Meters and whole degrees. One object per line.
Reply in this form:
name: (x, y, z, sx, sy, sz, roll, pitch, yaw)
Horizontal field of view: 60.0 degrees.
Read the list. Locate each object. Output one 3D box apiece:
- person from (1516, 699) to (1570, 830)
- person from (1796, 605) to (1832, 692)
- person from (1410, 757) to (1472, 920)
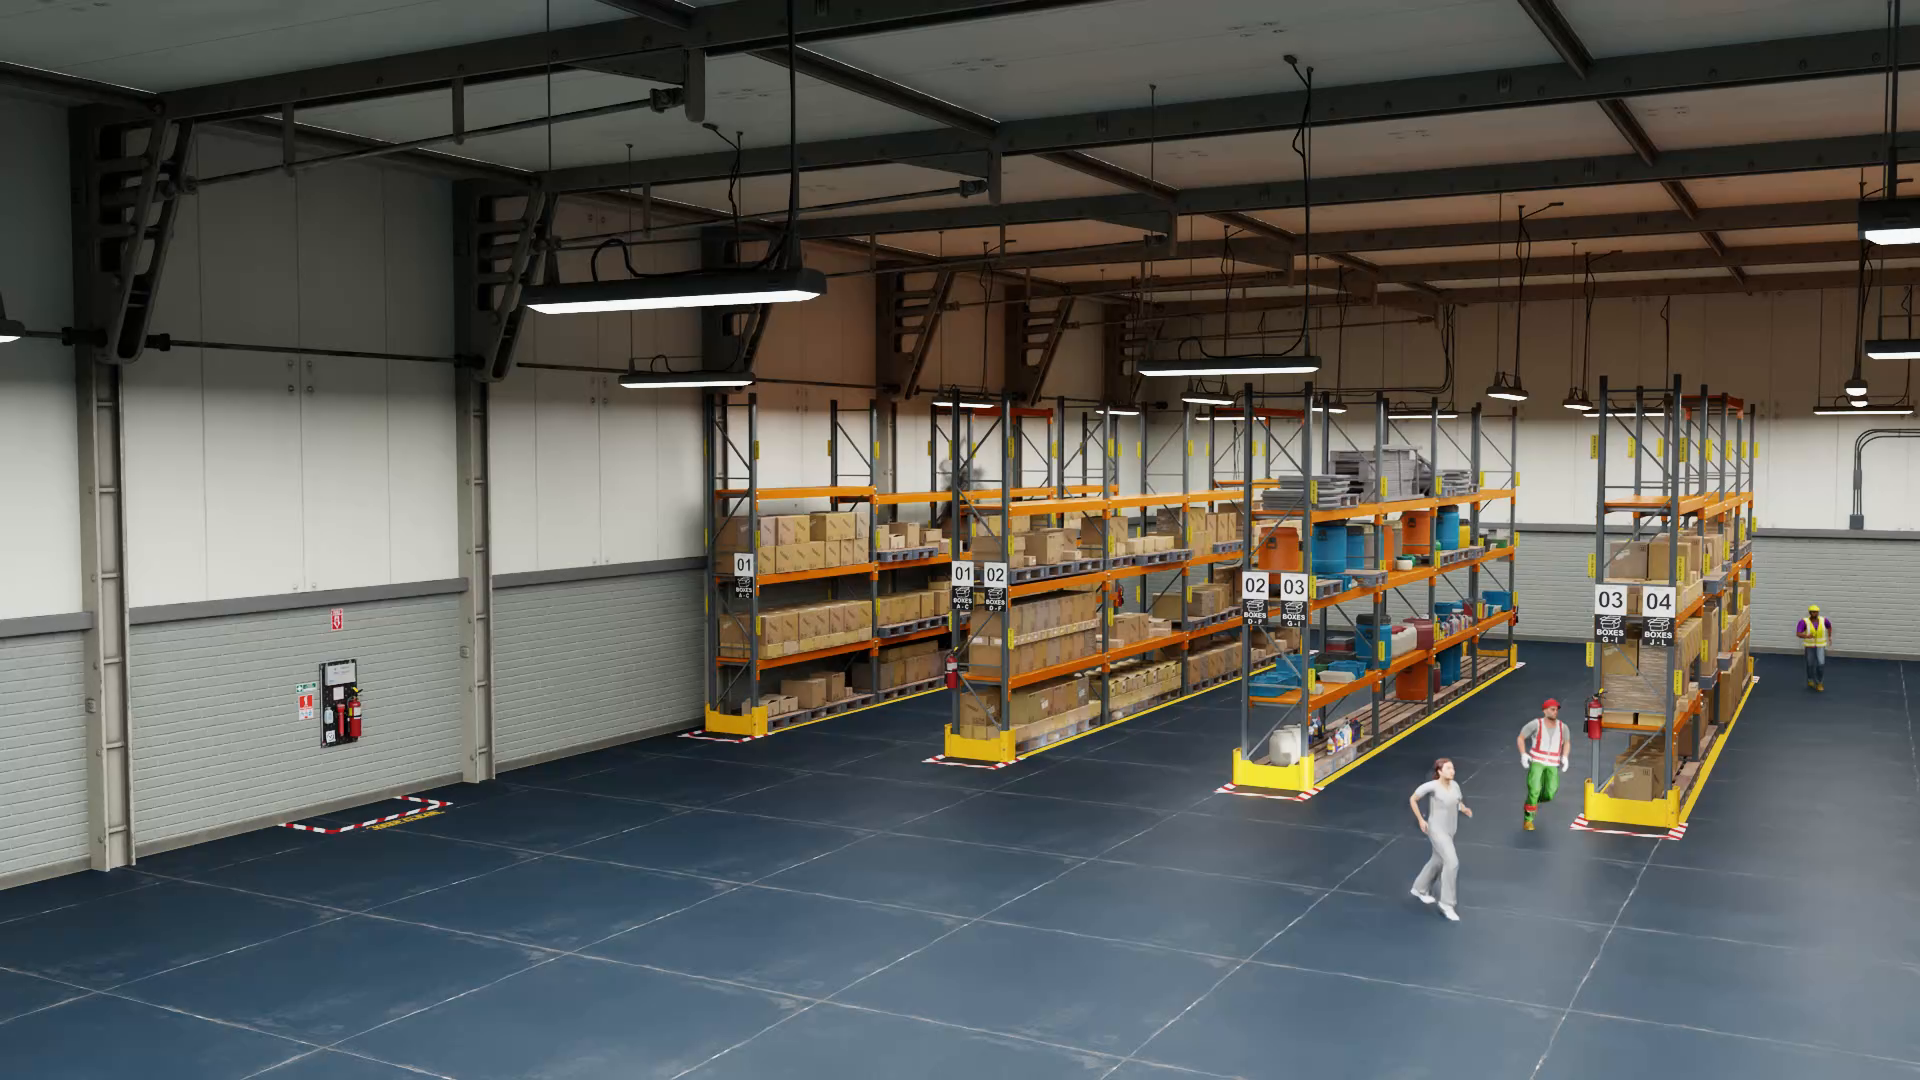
person: (7.740, 2.958, 22.043, 0.705, 1.721, 0.572, 0, 3, 4)
person: (17.784, 2.252, 34.639, 0.679, 1.813, 0.778, 1, 3, 23)
person: (5.205, 3.201, 18.024, 0.553, 1.724, 0.764, -2, 4, -36)
